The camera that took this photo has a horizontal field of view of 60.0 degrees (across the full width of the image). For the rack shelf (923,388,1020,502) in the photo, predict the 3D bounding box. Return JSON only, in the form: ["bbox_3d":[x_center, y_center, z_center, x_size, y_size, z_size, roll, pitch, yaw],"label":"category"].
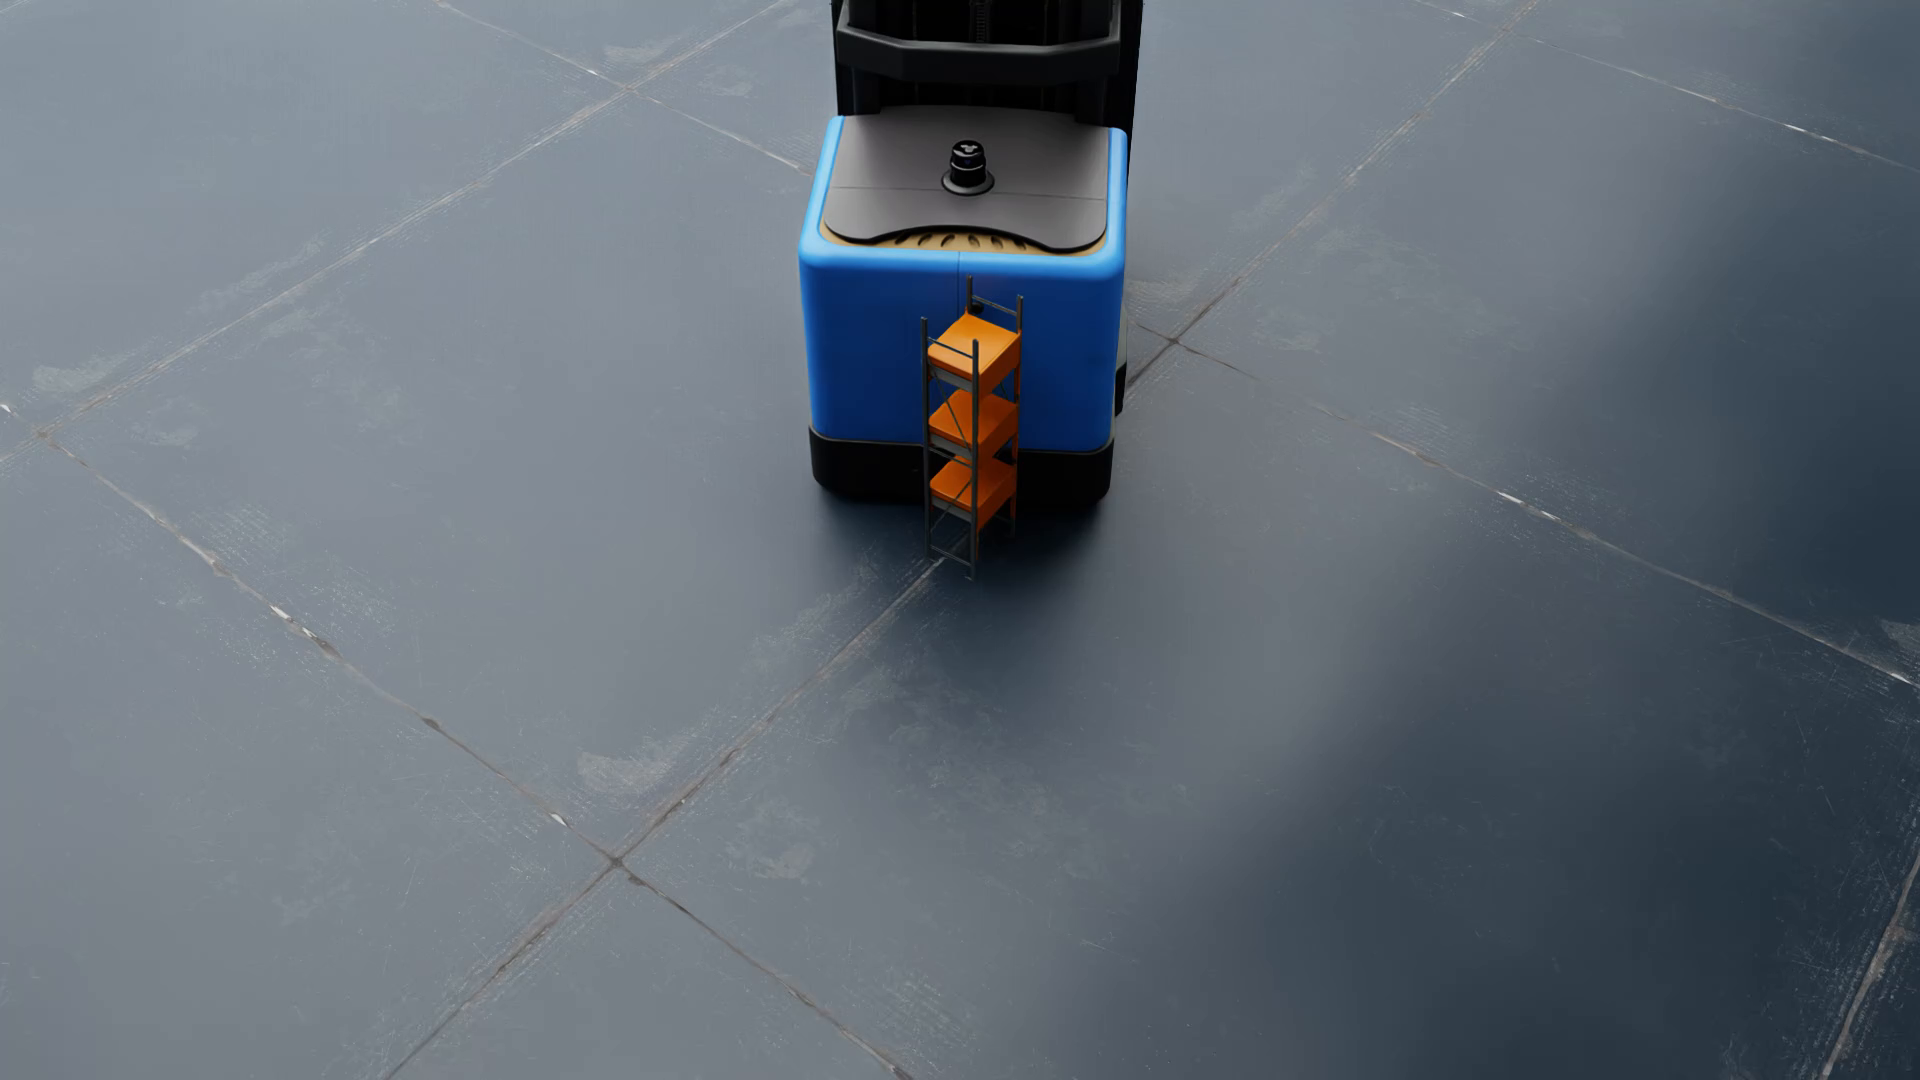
[{"bbox_3d":[0.037,-0.325,5.349,0.215,0.259,0.240,26,51,22],"label":"rack shelf"}]

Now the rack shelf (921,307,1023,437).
[{"bbox_3d":[0.037,-0.521,5.144,0.215,0.259,0.240,26,51,22],"label":"rack shelf"}]

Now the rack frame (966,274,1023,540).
[{"bbox_3d":[0.105,-0.406,5.411,0.200,1.050,0.008,26,51,22],"label":"rack frame"}]

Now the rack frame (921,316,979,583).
[{"bbox_3d":[-0.030,-0.259,5.271,0.200,1.050,0.008,26,51,22],"label":"rack frame"}]

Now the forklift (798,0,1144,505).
[{"bbox_3d":[0.114,-2.201,5.825,1.130,2.935,3.031,3,46,3],"label":"forklift"}]

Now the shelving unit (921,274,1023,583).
[{"bbox_3d":[0.037,-0.332,5.341,0.215,1.050,0.252,26,51,22],"label":"shelving unit"}]

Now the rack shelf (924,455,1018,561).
[{"bbox_3d":[0.037,-0.133,5.550,0.215,0.259,0.240,26,51,22],"label":"rack shelf"}]
